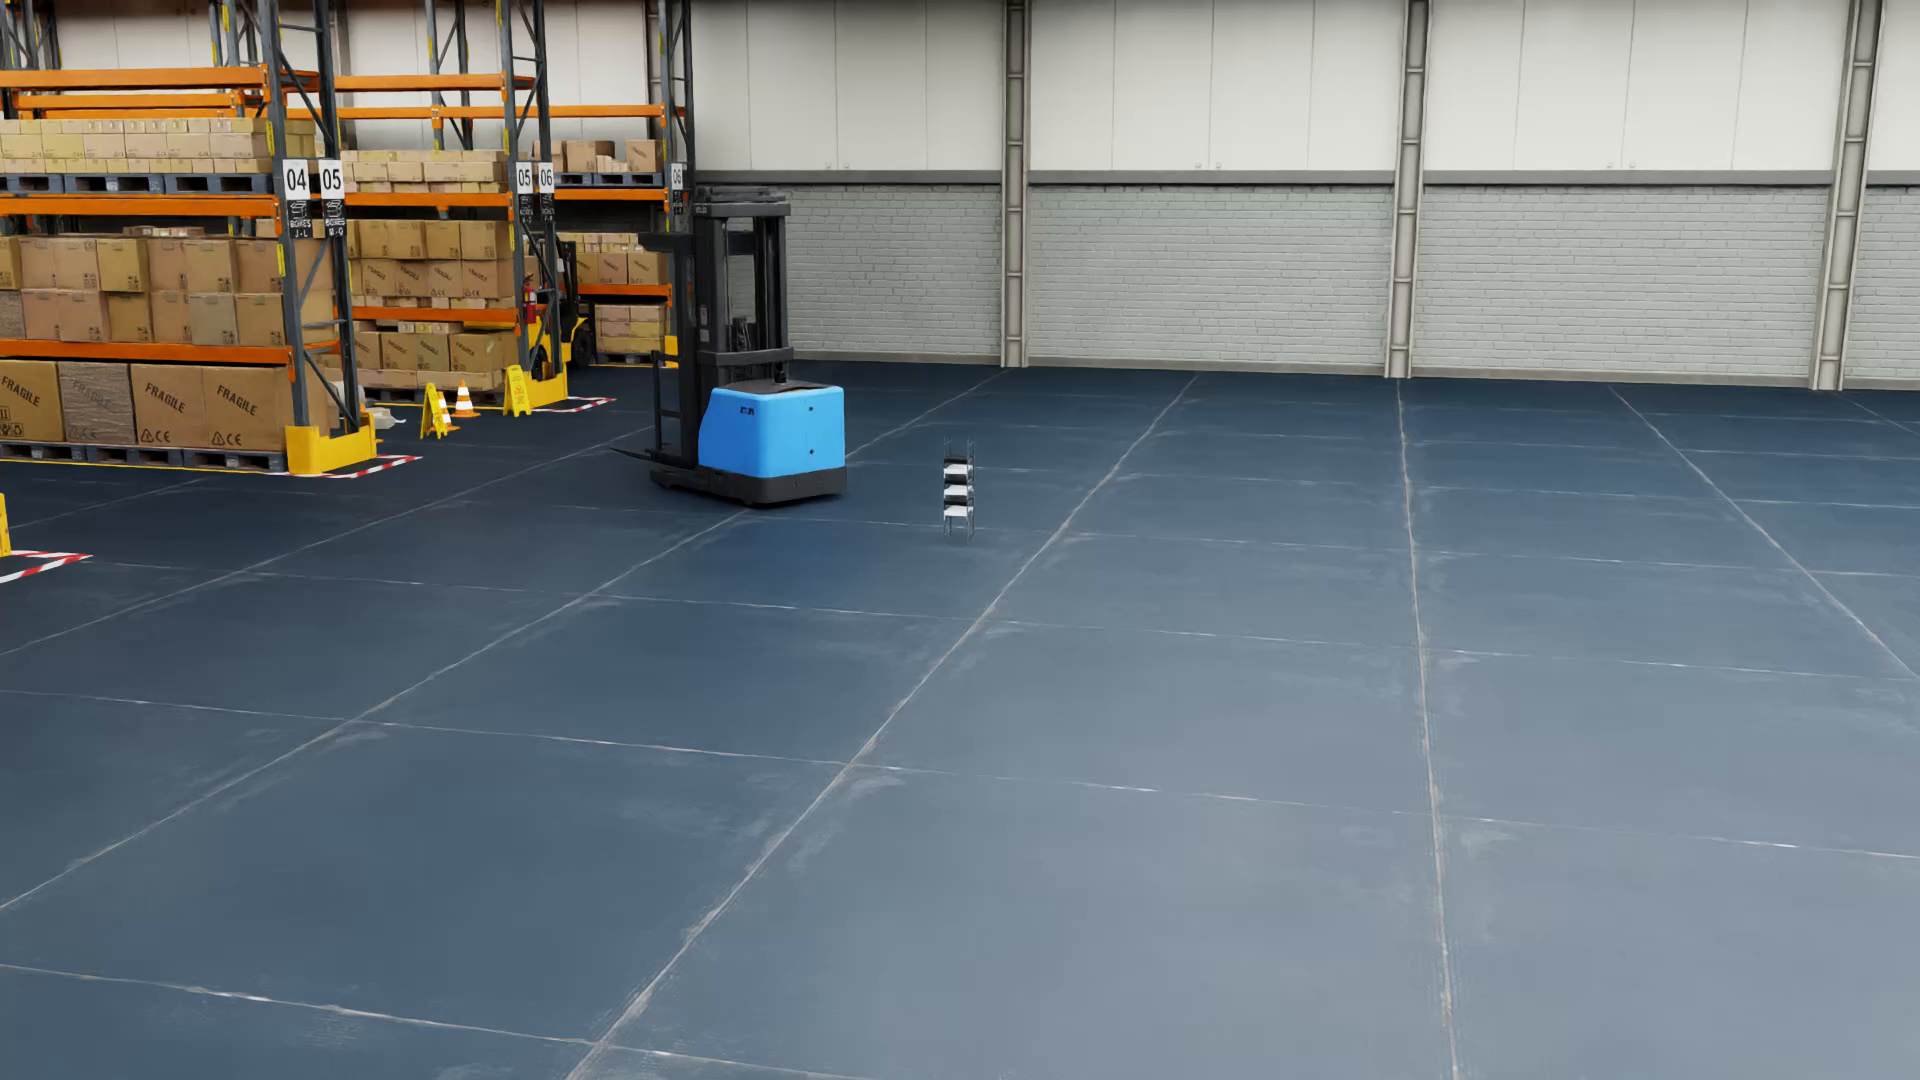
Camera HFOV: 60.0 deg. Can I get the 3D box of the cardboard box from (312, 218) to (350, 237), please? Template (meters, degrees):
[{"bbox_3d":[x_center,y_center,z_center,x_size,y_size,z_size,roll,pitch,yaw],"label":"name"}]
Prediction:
[{"bbox_3d":[-8.683,-4.110,22.608,0.500,0.500,0.700,3,13,14],"label":"cardboard box"}]

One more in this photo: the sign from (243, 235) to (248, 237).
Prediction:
[{"bbox_3d":[-9.678,-3.976,22.556,0.005,0.325,0.100,3,13,14],"label":"sign"}]

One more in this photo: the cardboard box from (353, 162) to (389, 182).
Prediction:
[{"bbox_3d":[-7.710,-4.904,22.147,0.500,0.250,0.500,3,13,14],"label":"cardboard box"}]

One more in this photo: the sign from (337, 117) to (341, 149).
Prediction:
[{"bbox_3d":[-6.614,-4.320,17.654,0.005,0.325,0.100,3,13,14],"label":"sign"}]

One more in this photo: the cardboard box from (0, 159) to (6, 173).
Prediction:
[{"bbox_3d":[-10.112,-3.974,17.673,0.250,0.149,0.380,3,13,14],"label":"cardboard box"}]

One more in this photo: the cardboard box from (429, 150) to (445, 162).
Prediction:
[{"bbox_3d":[-6.791,-5.061,21.935,0.250,0.149,0.380,3,13,14],"label":"cardboard box"}]

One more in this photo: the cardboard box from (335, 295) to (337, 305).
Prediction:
[{"bbox_3d":[-8.298,-3.284,22.691,0.250,0.149,0.380,3,13,13],"label":"cardboard box"}]

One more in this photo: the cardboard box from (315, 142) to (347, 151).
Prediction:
[{"bbox_3d":[-10.613,-6.405,27.819,0.500,0.500,0.500,3,13,15],"label":"cardboard box"}]

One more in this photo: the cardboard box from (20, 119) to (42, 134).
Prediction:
[{"bbox_3d":[-9.624,-4.337,17.468,0.250,0.149,0.380,3,13,13],"label":"cardboard box"}]

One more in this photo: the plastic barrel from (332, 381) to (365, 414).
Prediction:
[{"bbox_3d":[-8.033,-1.851,21.600,0.512,0.421,0.421,-9,15,-35],"label":"plastic barrel"}]

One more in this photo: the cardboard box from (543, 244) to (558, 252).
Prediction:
[{"bbox_3d":[-6.620,-4.781,27.128,0.250,0.149,0.380,3,13,12],"label":"cardboard box"}]

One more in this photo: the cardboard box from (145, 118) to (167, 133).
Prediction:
[{"bbox_3d":[-8.146,-4.258,17.112,0.250,0.149,0.380,3,13,14],"label":"cardboard box"}]

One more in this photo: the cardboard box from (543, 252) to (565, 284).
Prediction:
[{"bbox_3d":[-6.510,-4.462,27.190,0.500,0.500,0.500,3,13,14],"label":"cardboard box"}]

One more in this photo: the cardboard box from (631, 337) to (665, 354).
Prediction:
[{"bbox_3d":[-5.011,-3.185,27.041,0.500,0.250,0.500,3,13,14],"label":"cardboard box"}]

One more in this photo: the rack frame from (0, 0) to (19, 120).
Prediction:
[{"bbox_3d":[-10.636,-5.410,17.843,0.127,3.000,1.000,3,13,14],"label":"rack frame"}]

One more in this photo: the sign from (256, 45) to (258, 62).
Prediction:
[{"bbox_3d":[-12.117,-8.358,28.608,0.005,0.325,0.100,3,13,14],"label":"sign"}]

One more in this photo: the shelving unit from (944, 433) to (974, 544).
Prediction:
[{"bbox_3d":[-0.008,-0.440,14.138,0.210,0.900,0.258,3,13,14],"label":"shelving unit"}]

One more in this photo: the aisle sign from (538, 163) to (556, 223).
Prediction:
[{"bbox_3d":[-5.530,-4.651,22.270,0.004,0.787,0.394,3,13,14],"label":"aisle sign"}]

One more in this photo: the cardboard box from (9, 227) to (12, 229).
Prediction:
[{"bbox_3d":[-13.997,-4.244,23.898,0.500,0.500,0.500,3,13,12],"label":"cardboard box"}]

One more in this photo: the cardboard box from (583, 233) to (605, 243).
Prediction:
[{"bbox_3d":[-5.888,-4.882,26.897,0.250,0.149,0.380,3,13,15],"label":"cardboard box"}]

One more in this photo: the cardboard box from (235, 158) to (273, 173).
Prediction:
[{"bbox_3d":[-7.157,-3.815,16.960,0.250,0.149,0.380,3,13,13],"label":"cardboard box"}]

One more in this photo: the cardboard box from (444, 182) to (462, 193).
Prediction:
[{"bbox_3d":[-6.578,-4.648,21.915,0.250,0.149,0.380,3,13,15],"label":"cardboard box"}]

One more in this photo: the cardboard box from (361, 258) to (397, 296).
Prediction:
[{"bbox_3d":[-7.715,-3.568,22.474,0.500,0.500,0.500,3,13,14],"label":"cardboard box"}]

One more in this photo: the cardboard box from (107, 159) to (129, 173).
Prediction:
[{"bbox_3d":[-8.637,-3.895,17.317,0.250,0.149,0.380,3,13,14],"label":"cardboard box"}]

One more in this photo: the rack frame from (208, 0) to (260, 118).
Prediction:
[{"bbox_3d":[-12.246,-7.708,28.199,0.127,3.000,1.000,3,13,14],"label":"rack frame"}]

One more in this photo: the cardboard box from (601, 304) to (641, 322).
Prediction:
[{"bbox_3d":[-5.498,-3.698,27.048,0.500,0.250,0.500,3,13,15],"label":"cardboard box"}]

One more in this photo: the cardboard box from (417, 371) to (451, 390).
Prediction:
[{"bbox_3d":[-7.015,-2.197,22.588,0.500,0.250,0.500,3,13,14],"label":"cardboard box"}]

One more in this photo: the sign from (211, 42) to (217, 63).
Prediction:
[{"bbox_3d":[-12.367,-8.088,27.573,0.005,0.325,0.100,3,13,14],"label":"sign"}]

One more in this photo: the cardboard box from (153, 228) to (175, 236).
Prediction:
[{"bbox_3d":[-10.995,-4.262,23.134,0.250,0.149,0.380,2,13,11],"label":"cardboard box"}]

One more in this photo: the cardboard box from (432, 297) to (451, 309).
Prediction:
[{"bbox_3d":[-6.853,-3.186,22.250,0.250,0.149,0.380,3,13,15],"label":"cardboard box"}]

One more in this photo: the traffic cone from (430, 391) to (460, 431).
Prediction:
[{"bbox_3d":[-6.327,-1.581,20.293,0.334,0.463,0.336,3,13,14],"label":"traffic cone"}]

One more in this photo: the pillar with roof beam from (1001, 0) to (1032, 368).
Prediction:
[{"bbox_3d":[-0.145,-6.302,21.862,0.400,9.000,9.100,3,13,14],"label":"pillar with roof beam"}]

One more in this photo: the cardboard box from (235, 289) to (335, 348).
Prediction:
[{"bbox_3d":[-7.124,-2.357,17.585,0.550,0.550,0.875,3,13,14],"label":"cardboard box"}]

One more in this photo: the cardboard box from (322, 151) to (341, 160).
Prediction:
[{"bbox_3d":[-8.306,-5.129,22.241,0.250,0.149,0.380,3,13,12],"label":"cardboard box"}]

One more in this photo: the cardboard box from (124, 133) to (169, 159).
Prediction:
[{"bbox_3d":[-8.267,-4.083,17.246,0.500,0.250,0.500,3,13,13],"label":"cardboard box"}]

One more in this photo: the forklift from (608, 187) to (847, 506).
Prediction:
[{"bbox_3d":[-2.464,-2.009,16.520,1.130,2.935,3.031,-11,17,-41],"label":"forklift"}]

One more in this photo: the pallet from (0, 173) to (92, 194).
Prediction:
[{"bbox_3d":[-9.844,-3.858,17.976,1.213,0.211,1.003,3,13,14],"label":"pallet"}]

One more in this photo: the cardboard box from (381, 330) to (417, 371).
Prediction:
[{"bbox_3d":[-7.501,-2.590,22.627,0.500,0.500,0.500,3,13,12],"label":"cardboard box"}]

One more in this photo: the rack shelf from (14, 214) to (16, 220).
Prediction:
[{"bbox_3d":[-12.578,-3.698,18.714,4.000,0.370,1.077,3,13,14],"label":"rack shelf"}]

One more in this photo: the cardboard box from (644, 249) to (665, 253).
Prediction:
[{"bbox_3d":[-4.883,-4.689,26.712,0.250,0.149,0.380,3,13,14],"label":"cardboard box"}]

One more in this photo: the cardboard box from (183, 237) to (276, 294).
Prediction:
[{"bbox_3d":[-7.660,-2.911,17.589,0.550,0.550,0.875,3,13,14],"label":"cardboard box"}]

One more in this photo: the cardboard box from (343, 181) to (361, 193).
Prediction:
[{"bbox_3d":[-8.074,-4.716,22.220,0.250,0.149,0.380,3,13,12],"label":"cardboard box"}]

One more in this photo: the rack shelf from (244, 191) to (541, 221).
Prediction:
[{"bbox_3d":[-7.607,-4.537,22.493,4.000,0.370,1.077,3,13,14],"label":"rack shelf"}]

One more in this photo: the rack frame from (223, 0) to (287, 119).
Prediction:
[{"bbox_3d":[-9.548,-6.456,22.558,0.127,3.000,1.000,3,13,14],"label":"rack frame"}]

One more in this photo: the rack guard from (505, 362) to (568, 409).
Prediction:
[{"bbox_3d":[-5.739,-2.104,22.561,0.348,0.500,1.175,3,13,14],"label":"rack guard"}]

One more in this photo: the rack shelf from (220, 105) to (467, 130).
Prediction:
[{"bbox_3d":[-10.304,-7.058,27.853,4.000,0.370,1.077,3,13,14],"label":"rack shelf"}]

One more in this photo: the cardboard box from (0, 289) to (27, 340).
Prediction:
[{"bbox_3d":[-10.275,-2.538,18.401,0.550,0.550,0.875,3,13,14],"label":"cardboard box"}]

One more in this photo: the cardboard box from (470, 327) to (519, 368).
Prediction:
[{"bbox_3d":[-6.405,-2.650,22.899,0.500,0.500,0.500,3,13,12],"label":"cardboard box"}]

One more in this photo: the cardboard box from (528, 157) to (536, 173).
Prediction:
[{"bbox_3d":[-6.994,-6.083,26.912,0.258,0.266,0.396,3,13,12],"label":"cardboard box"}]

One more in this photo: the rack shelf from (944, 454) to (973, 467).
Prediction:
[{"bbox_3d":[-0.008,-0.671,14.087,0.200,0.077,0.258,3,13,14],"label":"rack shelf"}]

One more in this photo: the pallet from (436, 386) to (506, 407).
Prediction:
[{"bbox_3d":[-6.519,-2.012,22.816,1.213,0.211,1.003,3,13,14],"label":"pallet"}]
